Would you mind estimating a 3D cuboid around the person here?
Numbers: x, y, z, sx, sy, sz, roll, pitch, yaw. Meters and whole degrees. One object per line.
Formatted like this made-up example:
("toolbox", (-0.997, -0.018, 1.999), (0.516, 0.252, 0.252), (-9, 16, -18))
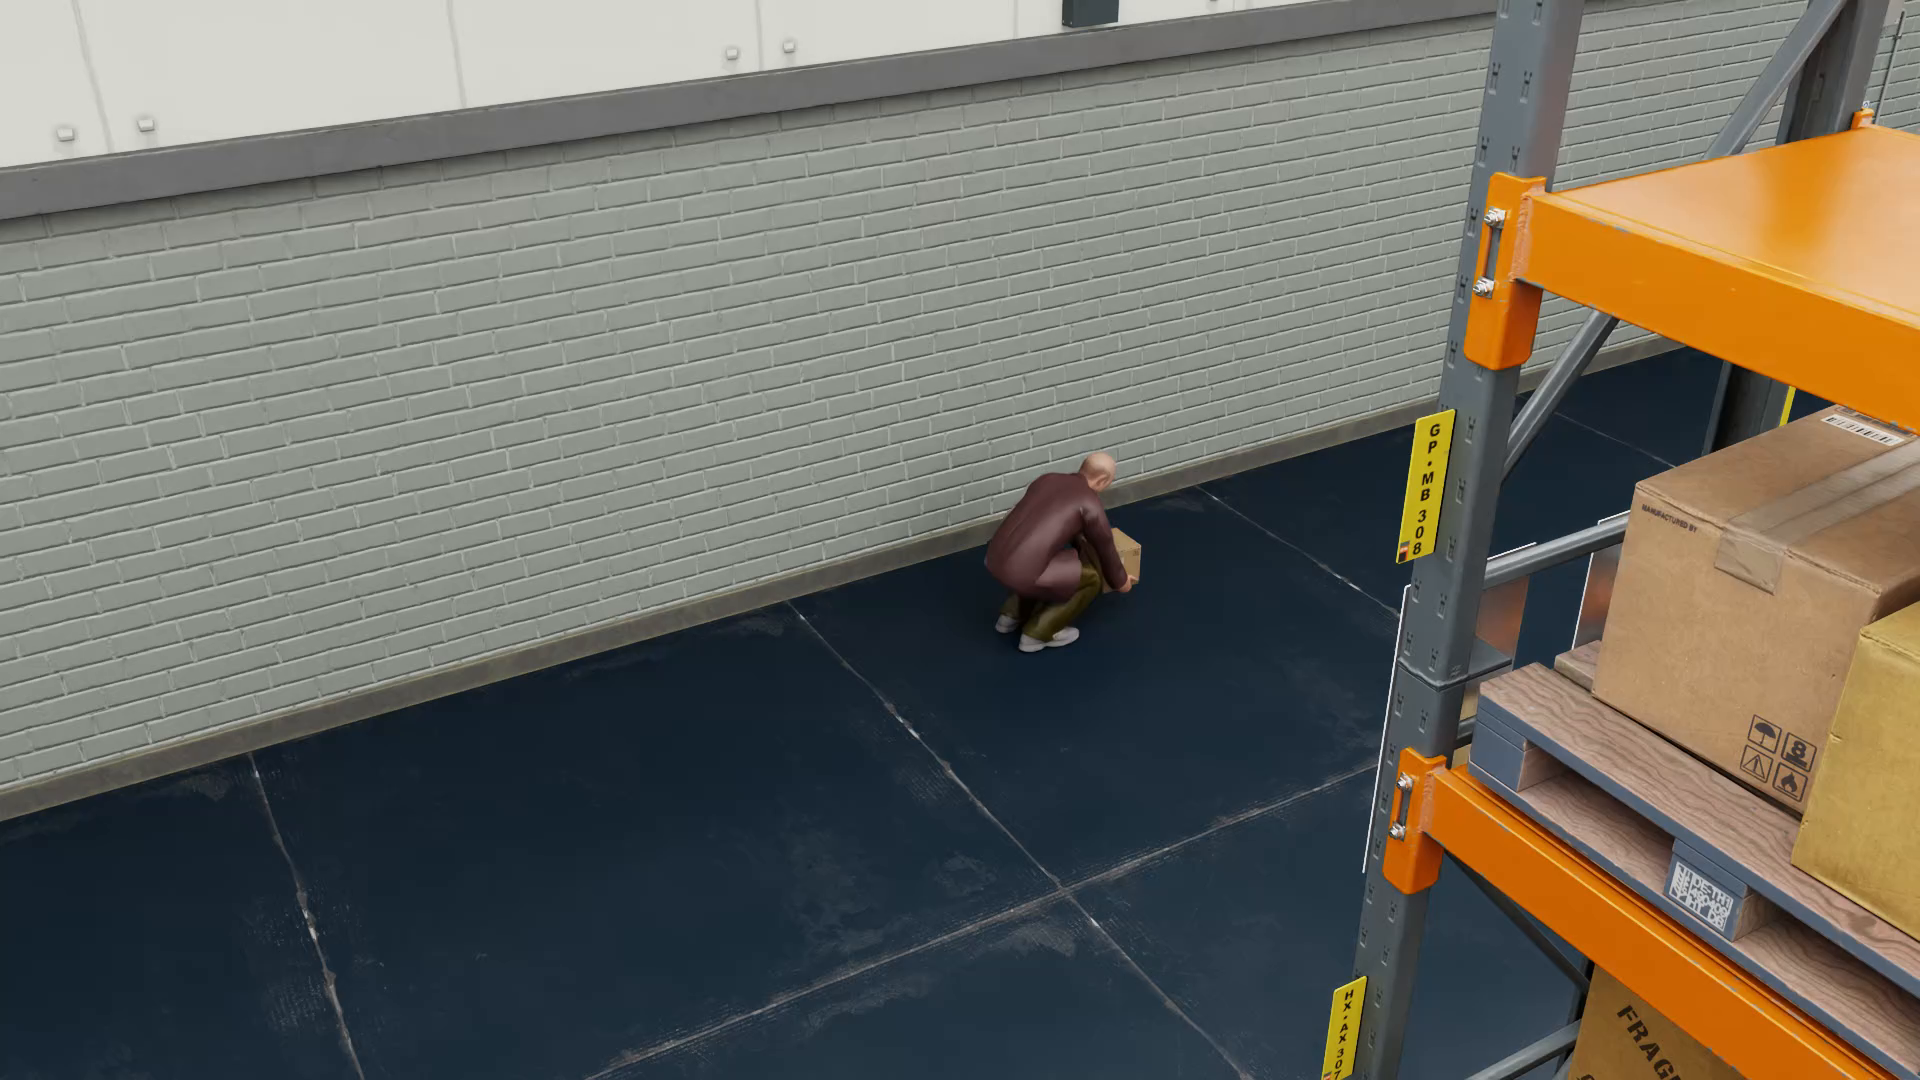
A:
("person", (0.562, 0.056, 9.294), (0.924, 1.007, 0.574), (-17, 33, -28))
